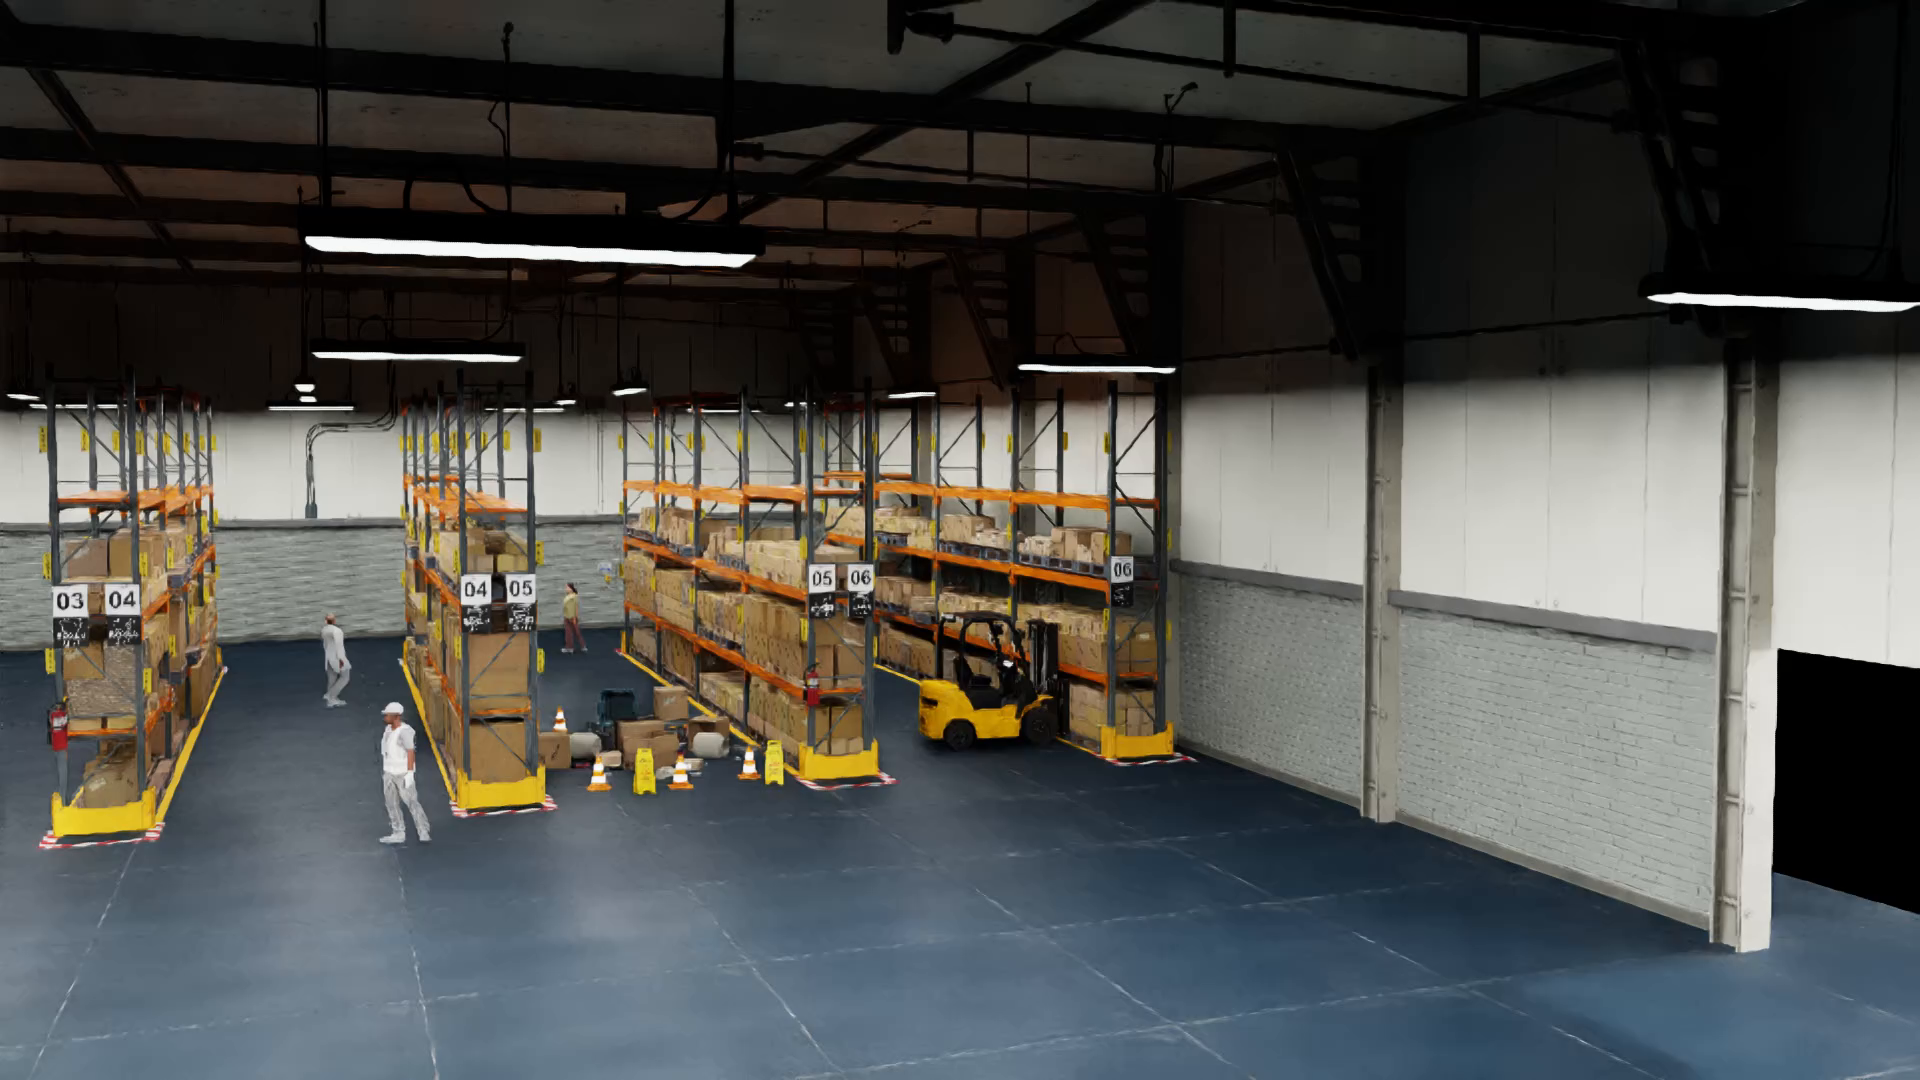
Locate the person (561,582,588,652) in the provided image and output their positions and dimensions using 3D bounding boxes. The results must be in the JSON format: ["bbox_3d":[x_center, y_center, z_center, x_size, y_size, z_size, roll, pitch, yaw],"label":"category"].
[{"bbox_3d":[-9.219,1.850,39.801,0.650,1.669,0.466,3,4,40],"label":"person"}]

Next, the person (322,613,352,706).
[{"bbox_3d":[-11.873,2.268,31.551,0.628,1.775,0.515,3,4,40],"label":"person"}]

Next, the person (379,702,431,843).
[{"bbox_3d":[-6.982,2.903,20.858,0.657,1.780,0.549,3,4,42],"label":"person"}]
